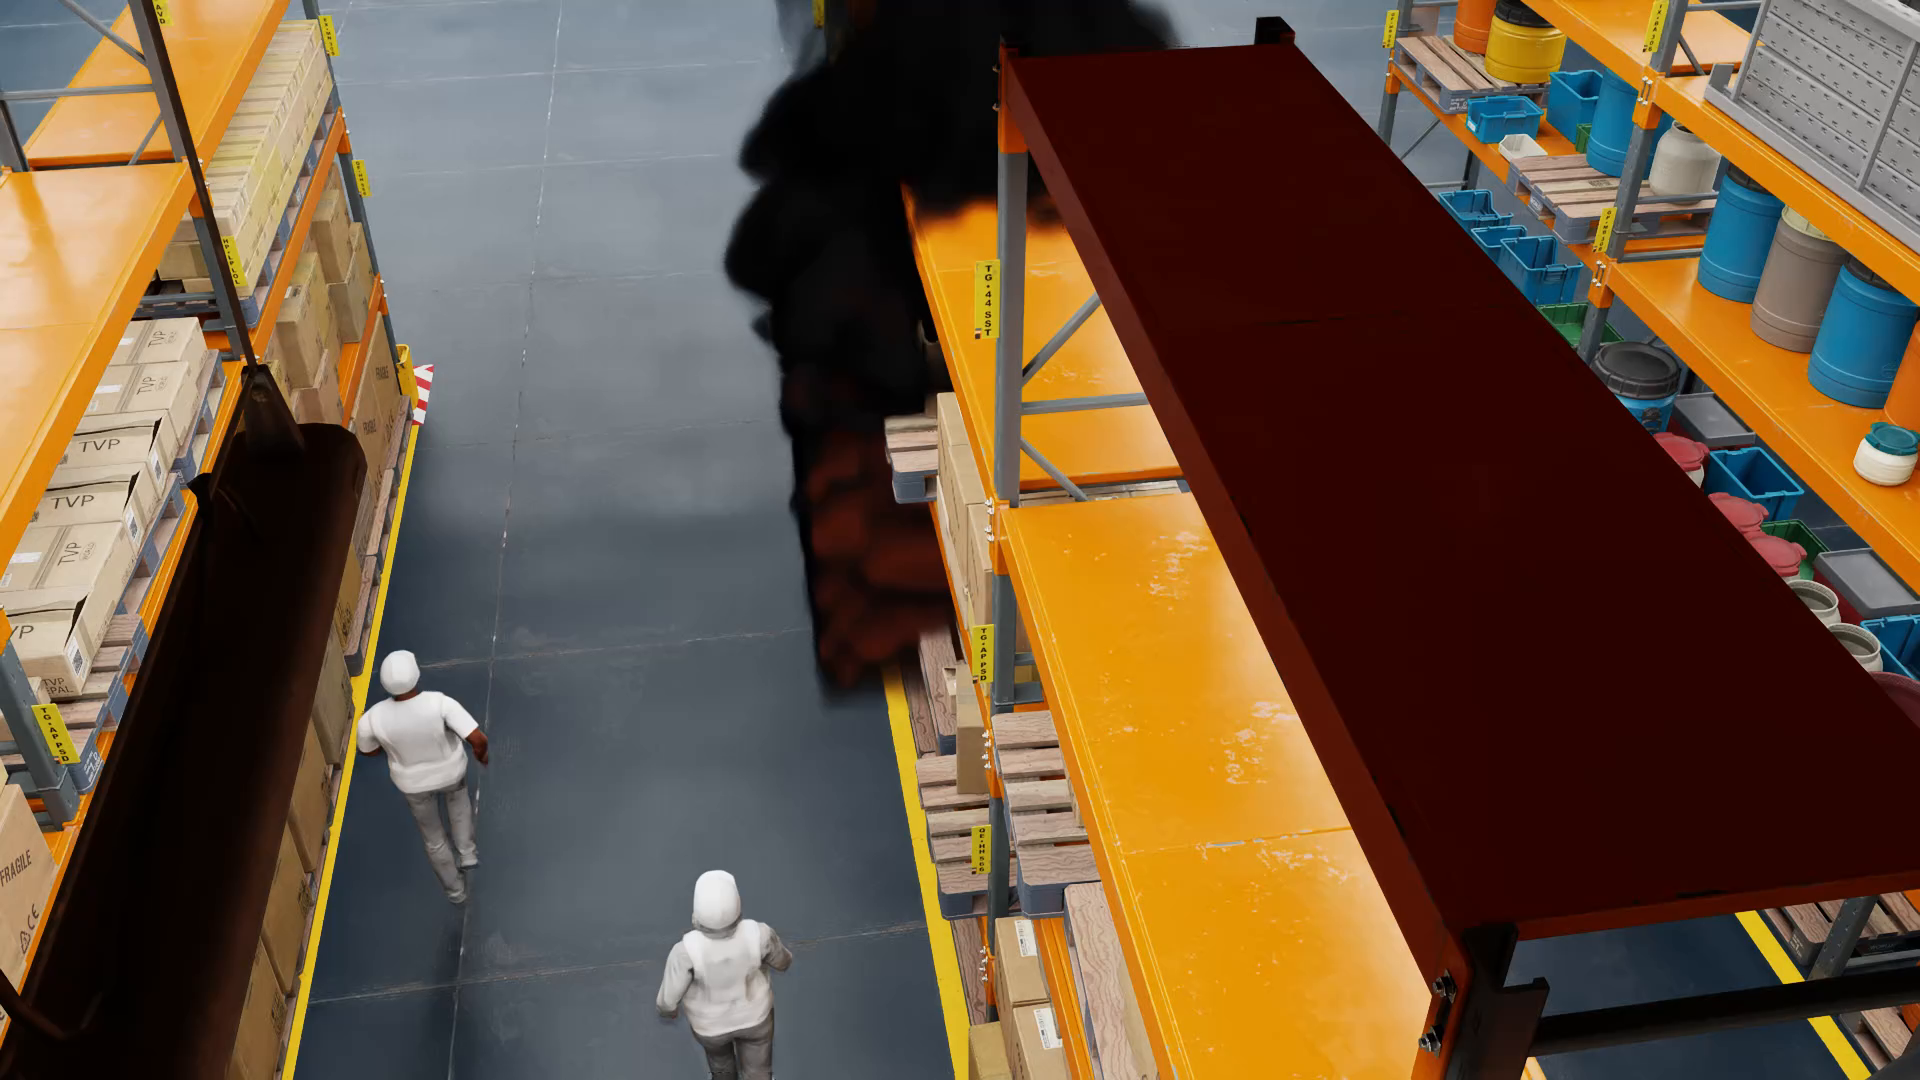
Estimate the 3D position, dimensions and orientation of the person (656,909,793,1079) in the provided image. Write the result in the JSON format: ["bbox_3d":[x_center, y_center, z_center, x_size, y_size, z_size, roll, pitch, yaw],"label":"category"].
[{"bbox_3d":[-1.145,2.366,8.279,0.675,1.765,0.805,-8,37,-10],"label":"person"}]

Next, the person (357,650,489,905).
[{"bbox_3d":[-3.079,1.340,9.683,0.692,1.802,0.660,-13,38,-17],"label":"person"}]
